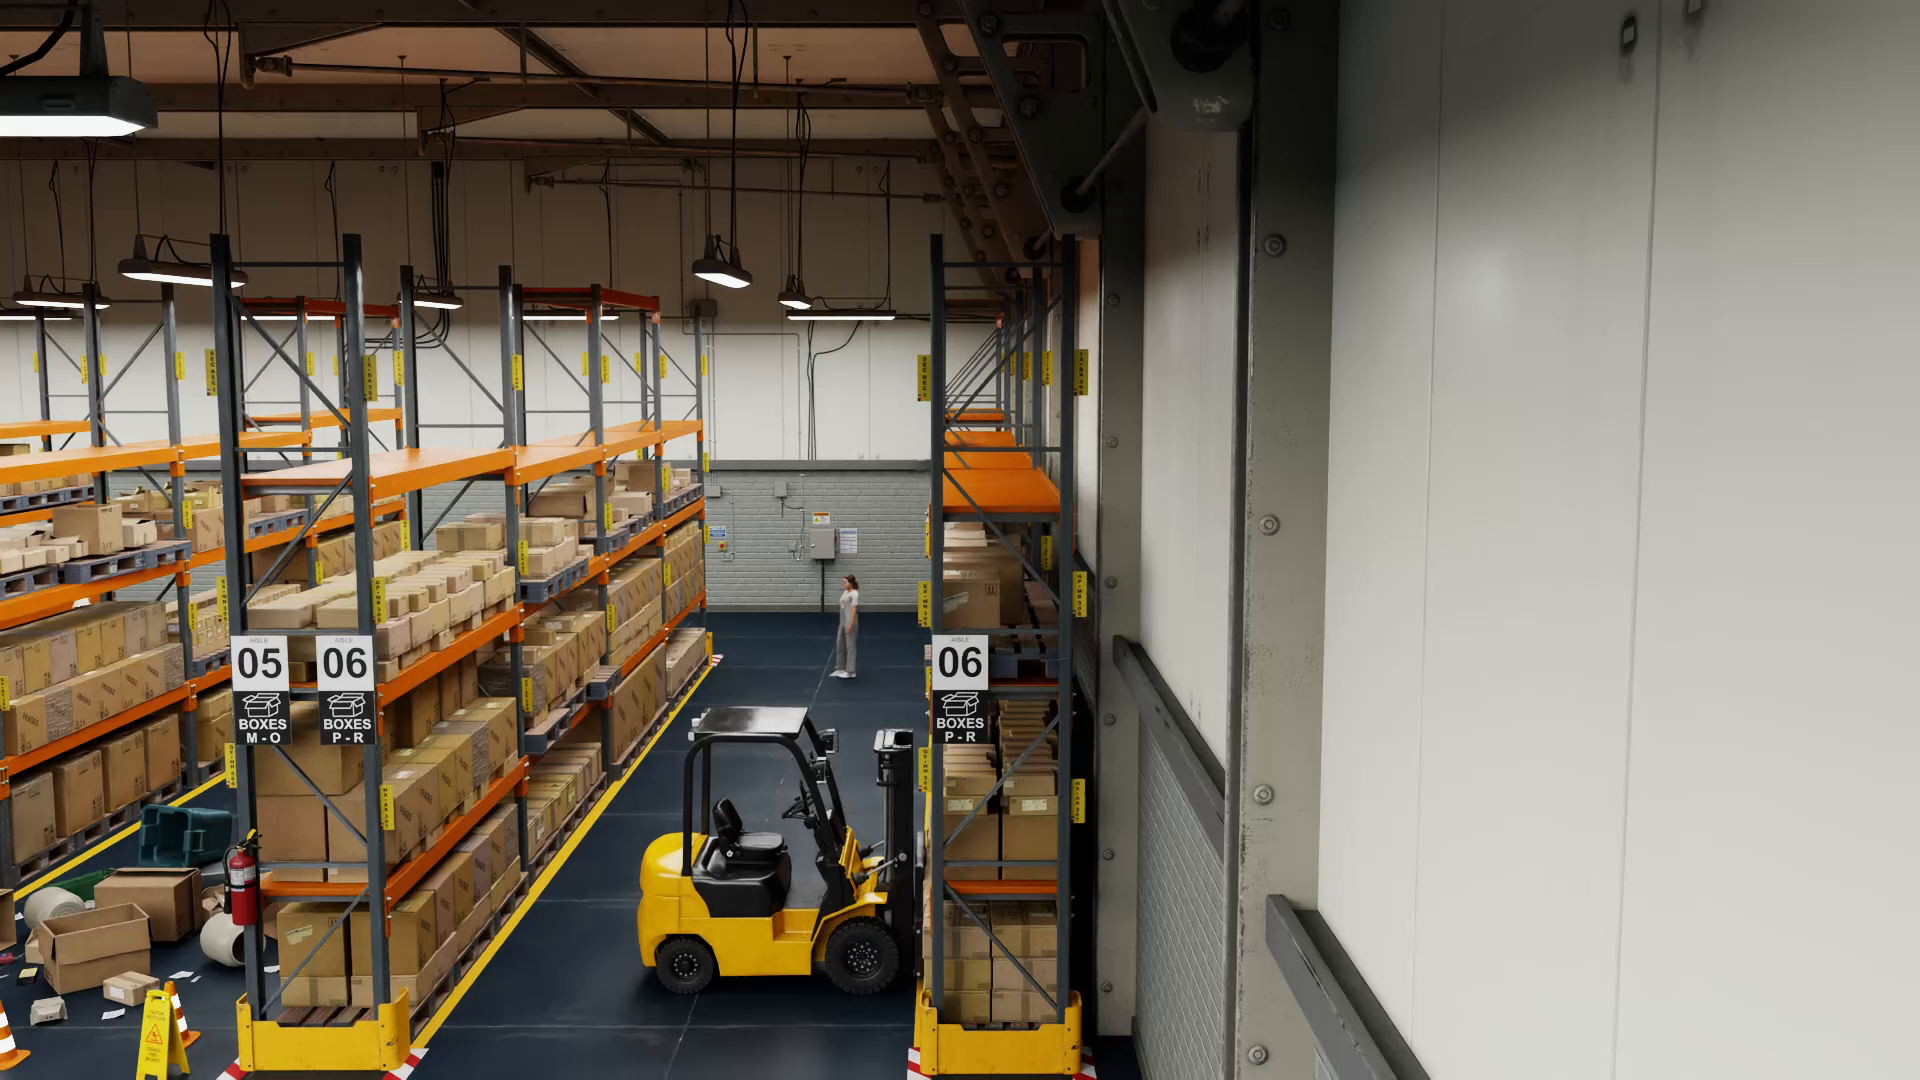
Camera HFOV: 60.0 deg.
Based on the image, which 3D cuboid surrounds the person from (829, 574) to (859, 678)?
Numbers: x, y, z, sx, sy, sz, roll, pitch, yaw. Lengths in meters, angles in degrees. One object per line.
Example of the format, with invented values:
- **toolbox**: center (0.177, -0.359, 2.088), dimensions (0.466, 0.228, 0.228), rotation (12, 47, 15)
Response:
- **person**: center (-1.828, 1.390, 26.827), dimensions (0.441, 1.710, 0.505), rotation (-4, 7, -32)

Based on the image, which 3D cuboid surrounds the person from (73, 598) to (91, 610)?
- **person**: center (-12.537, 1.690, 23.800), dimensions (0.743, 1.756, 0.983), rotation (0, 6, -1)
